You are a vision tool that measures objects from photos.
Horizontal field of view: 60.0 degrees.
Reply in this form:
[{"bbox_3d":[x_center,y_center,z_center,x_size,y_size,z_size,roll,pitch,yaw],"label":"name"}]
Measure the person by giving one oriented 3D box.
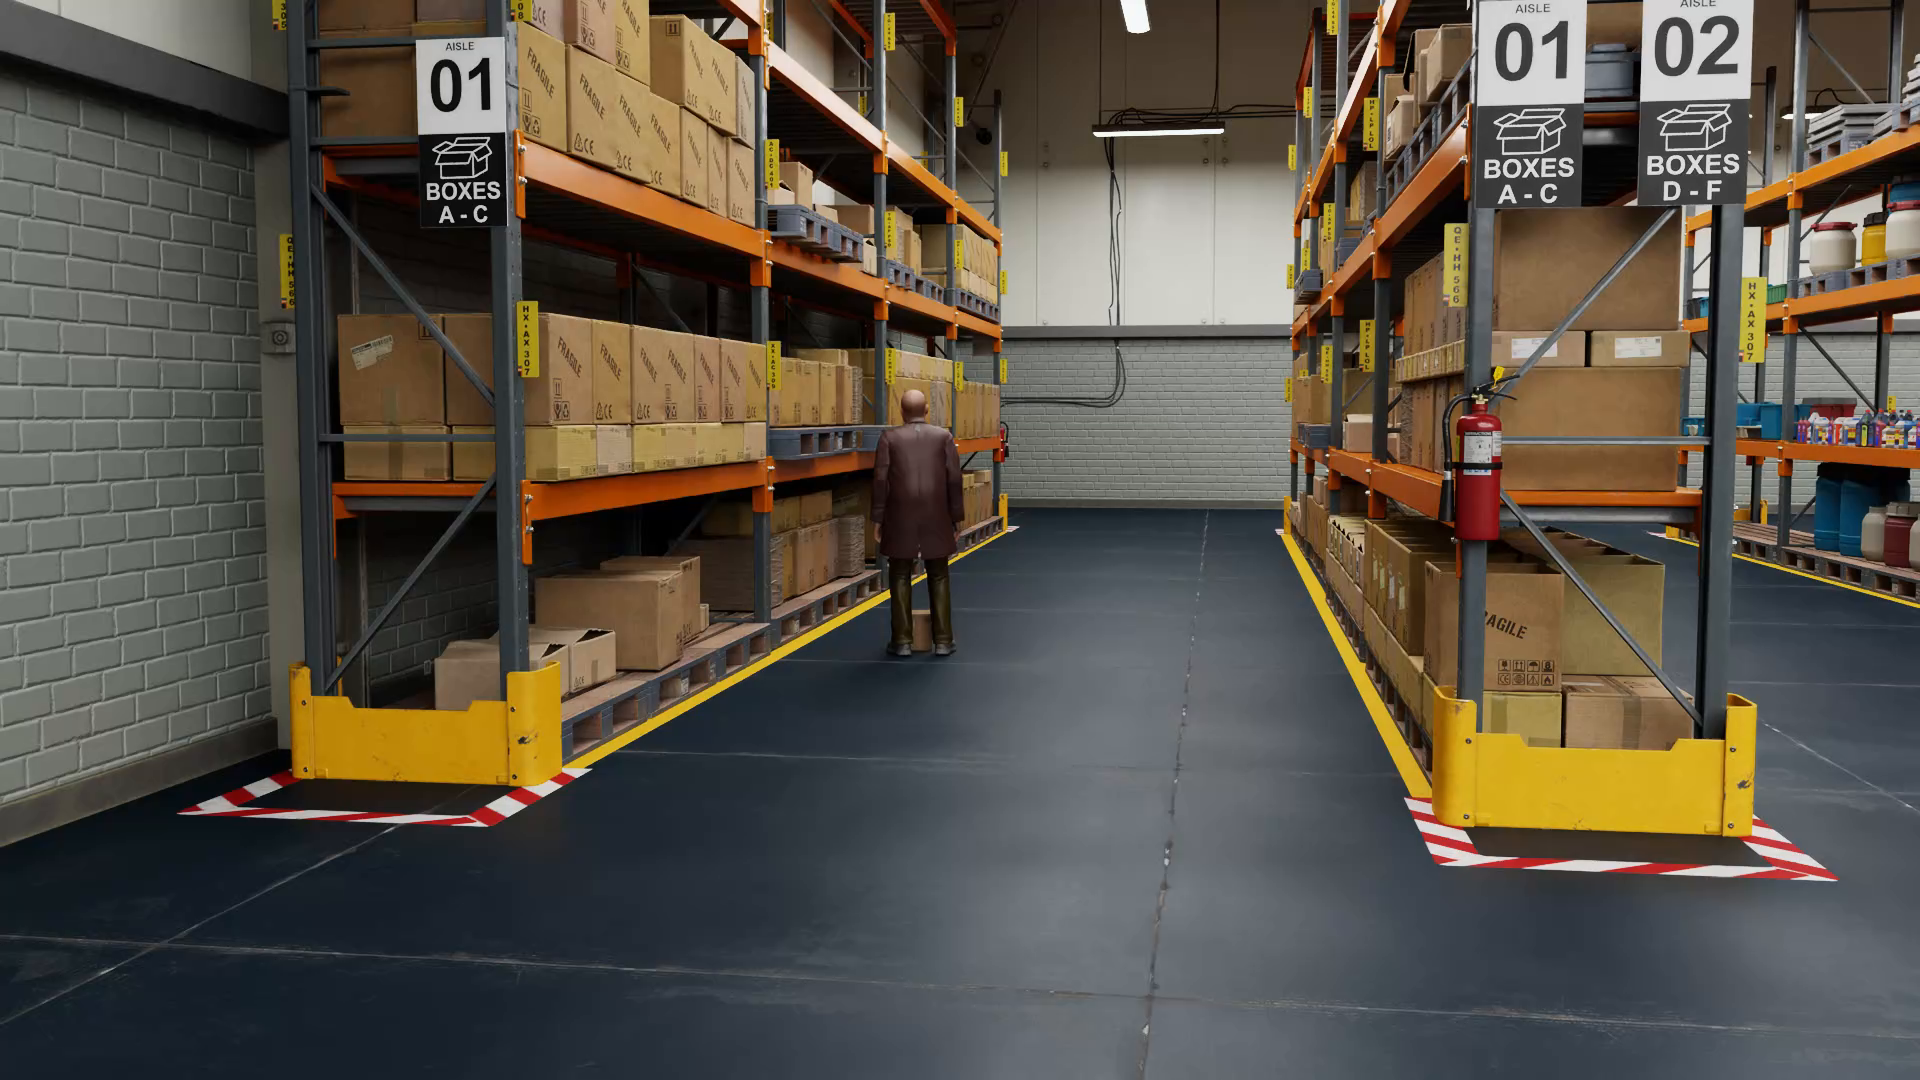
[{"bbox_3d":[-0.285,-0.119,11.152,0.641,1.773,0.428,0,4,-6],"label":"person"}]
